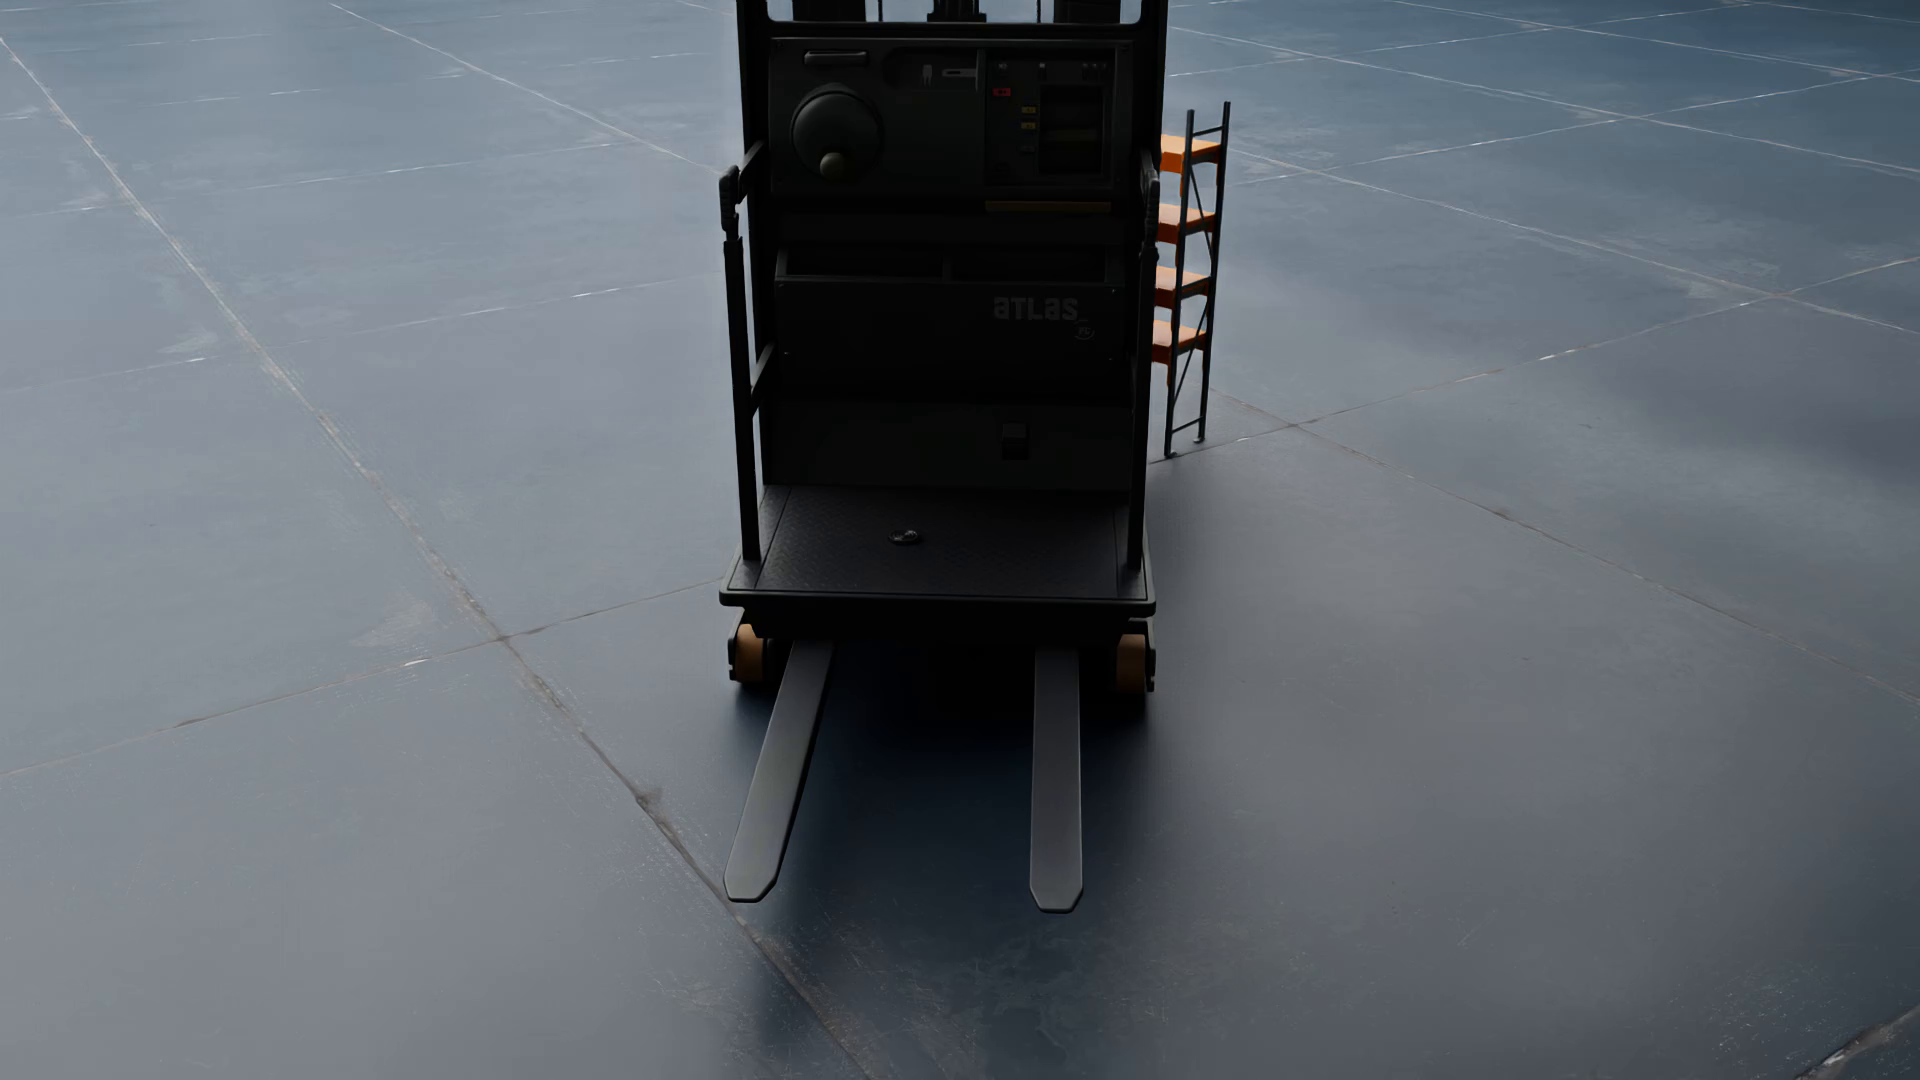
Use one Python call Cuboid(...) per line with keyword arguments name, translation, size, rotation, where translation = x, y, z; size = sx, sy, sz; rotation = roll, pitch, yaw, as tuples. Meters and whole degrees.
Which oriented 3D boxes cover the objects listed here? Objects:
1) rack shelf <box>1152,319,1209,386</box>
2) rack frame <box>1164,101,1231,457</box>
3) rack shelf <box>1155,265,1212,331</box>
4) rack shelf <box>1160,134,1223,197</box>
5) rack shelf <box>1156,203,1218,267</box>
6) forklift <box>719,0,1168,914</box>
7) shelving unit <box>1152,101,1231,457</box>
Cuboid(name="rack shelf", translation=(0.621, -0.703, 5.951), size=(0.480, 0.148, 0.258), rotation=(20, 31, 36))
Cuboid(name="rack frame", translation=(0.810, -0.877, 5.697), size=(0.015, 1.200, 0.240), rotation=(20, 31, 36))
Cuboid(name="rack shelf", translation=(0.623, -0.884, 5.868), size=(0.480, 0.148, 0.258), rotation=(20, 31, 36))
Cuboid(name="rack shelf", translation=(0.629, -1.303, 5.678), size=(0.480, 0.148, 0.258), rotation=(20, 31, 36))
Cuboid(name="rack shelf", translation=(0.626, -1.088, 5.776), size=(0.480, 0.148, 0.258), rotation=(20, 31, 36))
Cuboid(name="forklift", translation=(-0.034, -1.060, 4.061), size=(1.130, 2.935, 3.031), rotation=(1, 25, 3))
Cuboid(name="shelving unit", translation=(0.624, -0.945, 5.841), size=(0.503, 1.200, 0.258), rotation=(20, 31, 36))
